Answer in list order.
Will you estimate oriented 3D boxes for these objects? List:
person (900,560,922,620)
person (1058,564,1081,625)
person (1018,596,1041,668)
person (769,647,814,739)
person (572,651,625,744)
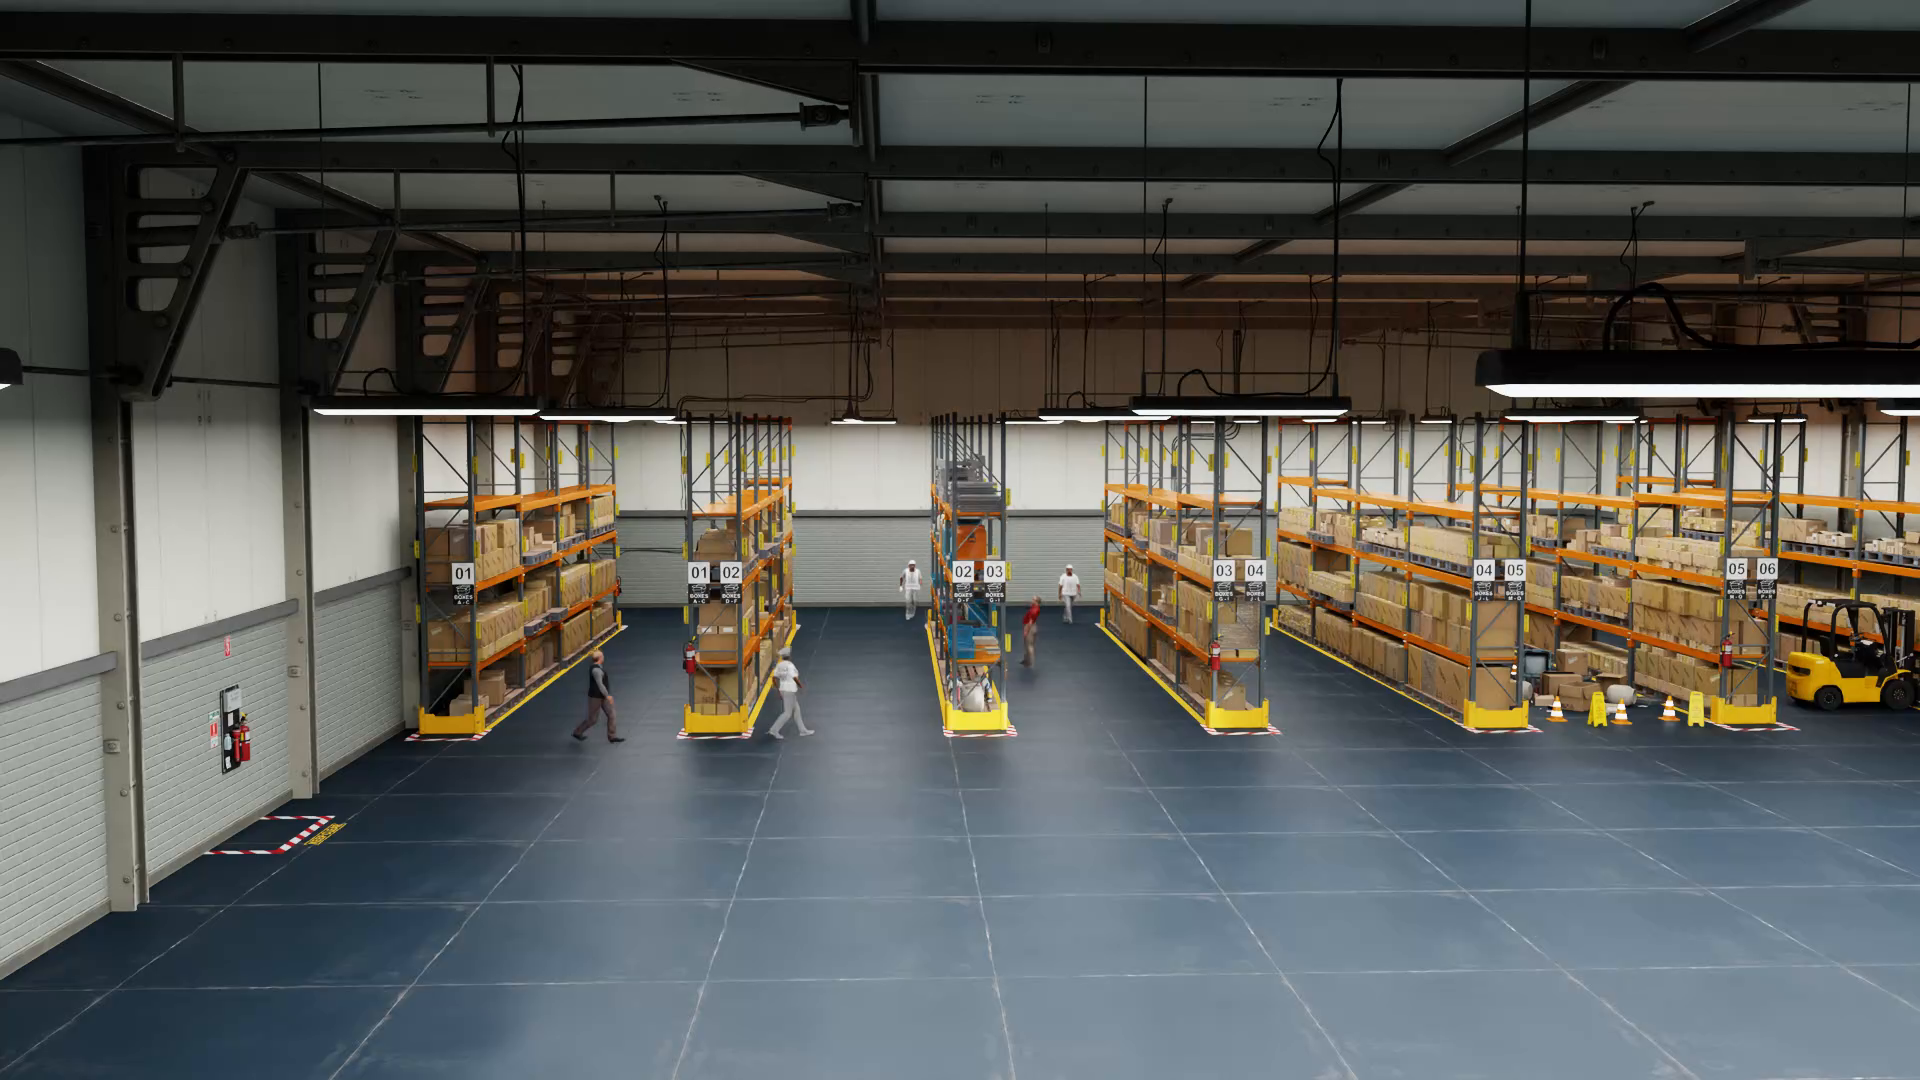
[{"bbox_3d":[-1.476,1.519,49.742,0.666,1.849,0.736,0,4,0],"label":"person"},{"bbox_3d":[3.210,1.567,48.128,0.561,1.712,1.018,-2,4,-24],"label":"person"},{"bbox_3d":[1.601,2.178,39.642,0.643,1.689,0.590,2,4,22],"label":"person"},{"bbox_3d":[-3.106,2.797,30.532,0.915,1.648,0.513,-2,4,-21],"label":"person"},{"bbox_3d":[-6.539,2.842,30.011,0.947,1.688,0.483,1,4,16],"label":"person"}]
